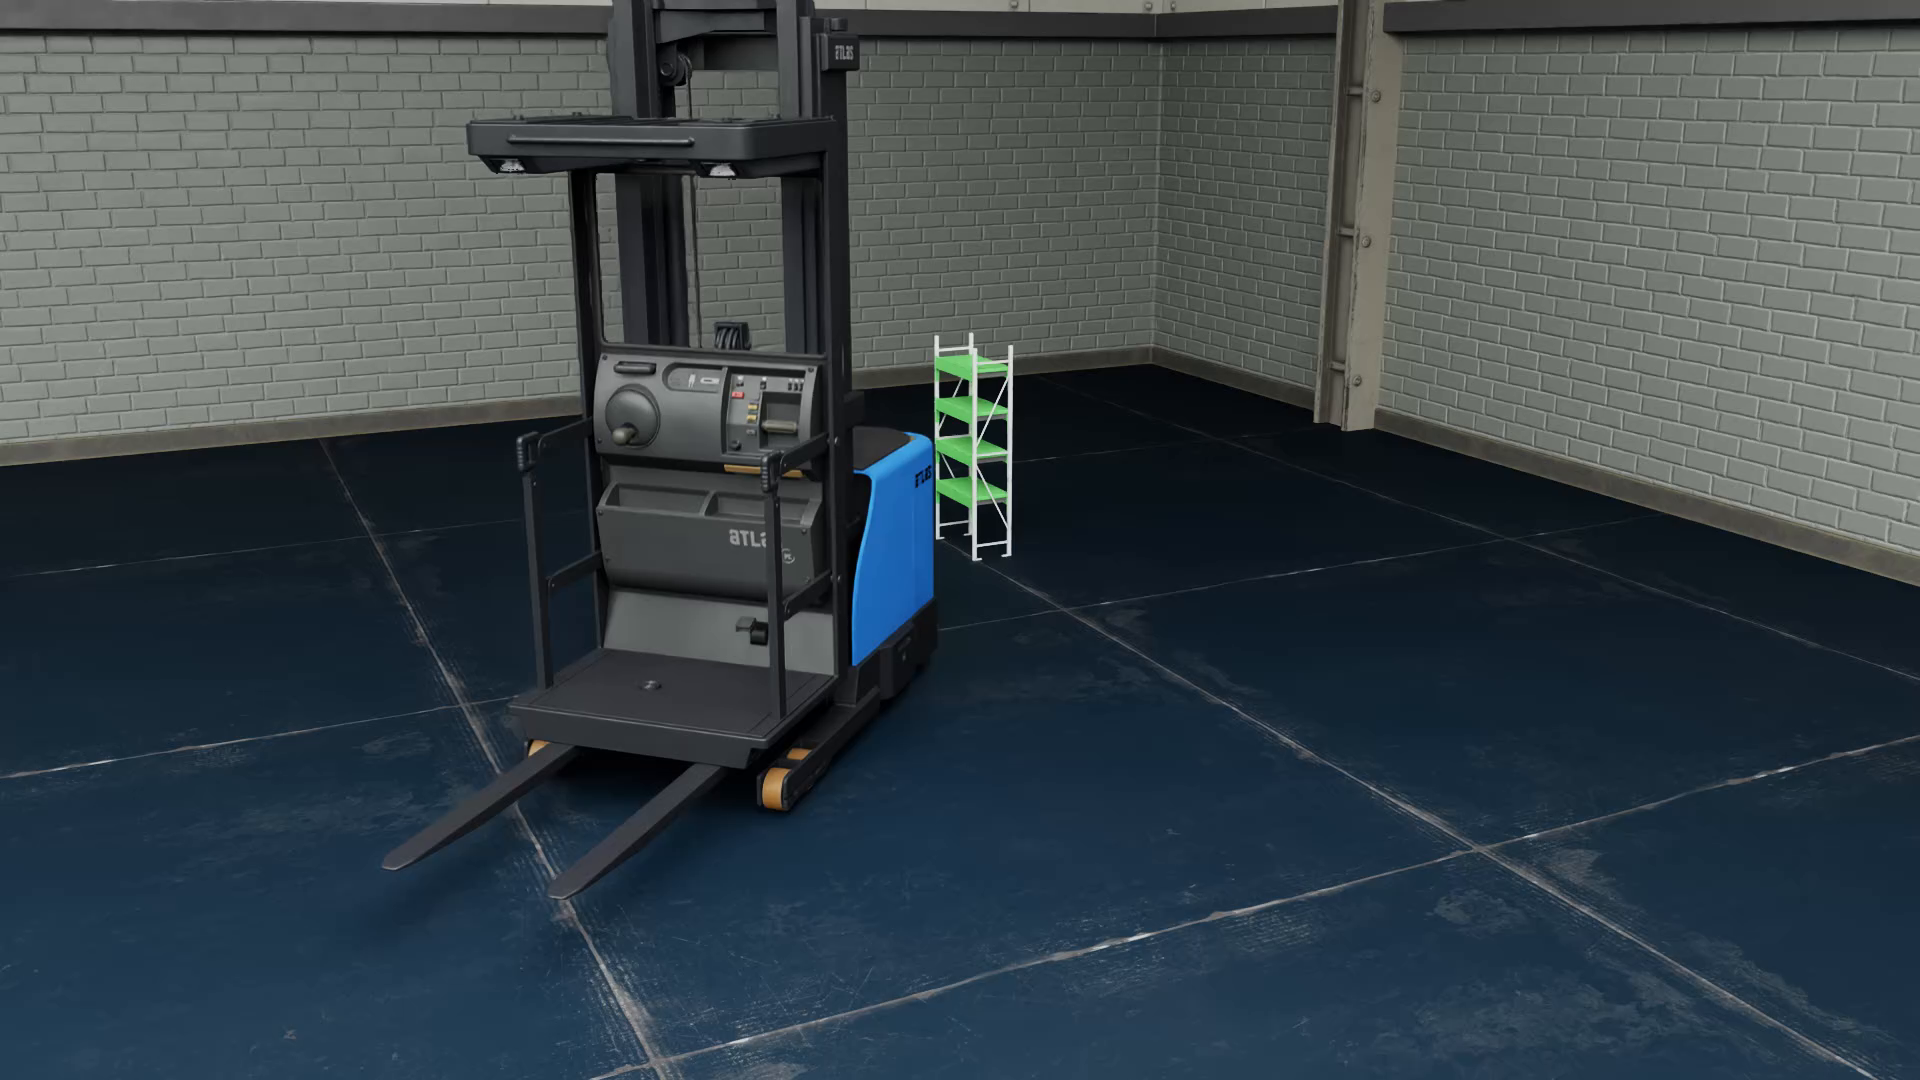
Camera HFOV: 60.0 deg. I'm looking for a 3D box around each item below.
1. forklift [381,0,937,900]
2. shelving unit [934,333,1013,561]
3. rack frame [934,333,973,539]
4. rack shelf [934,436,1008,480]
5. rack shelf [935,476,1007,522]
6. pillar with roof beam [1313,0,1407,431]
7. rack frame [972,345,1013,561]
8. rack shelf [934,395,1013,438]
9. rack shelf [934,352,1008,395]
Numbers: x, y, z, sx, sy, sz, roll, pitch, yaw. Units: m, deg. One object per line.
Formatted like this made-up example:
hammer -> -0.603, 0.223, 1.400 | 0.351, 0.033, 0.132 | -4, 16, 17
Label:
forklift -> -1.056, -0.518, 6.243 | 1.130, 2.935, 3.031 | 5, 17, 18
shelving unit -> 0.073, -0.536, 9.442 | 0.258, 1.200, 0.503 | -8, 18, -25
rack frame -> -0.034, -0.596, 9.653 | 0.240, 1.200, 0.015 | -8, 18, -25
rack shelf -> 0.073, -0.474, 9.460 | 0.258, 0.148, 0.480 | -8, 18, -25
rack shelf -> 0.073, -0.244, 9.526 | 0.258, 0.148, 0.480 | -8, 18, -25
pillar with roof beam -> -0.894, -4.697, 9.806 | 9.100, 9.000, 0.400 | -8, 18, -25
rack frame -> 0.179, -0.475, 9.231 | 0.240, 1.200, 0.015 | -8, 18, -25
rack shelf -> 0.073, -0.705, 9.394 | 0.258, 0.148, 0.480 | -8, 18, -25
rack shelf -> 0.072, -0.936, 9.327 | 0.258, 0.148, 0.480 | -8, 18, -25
